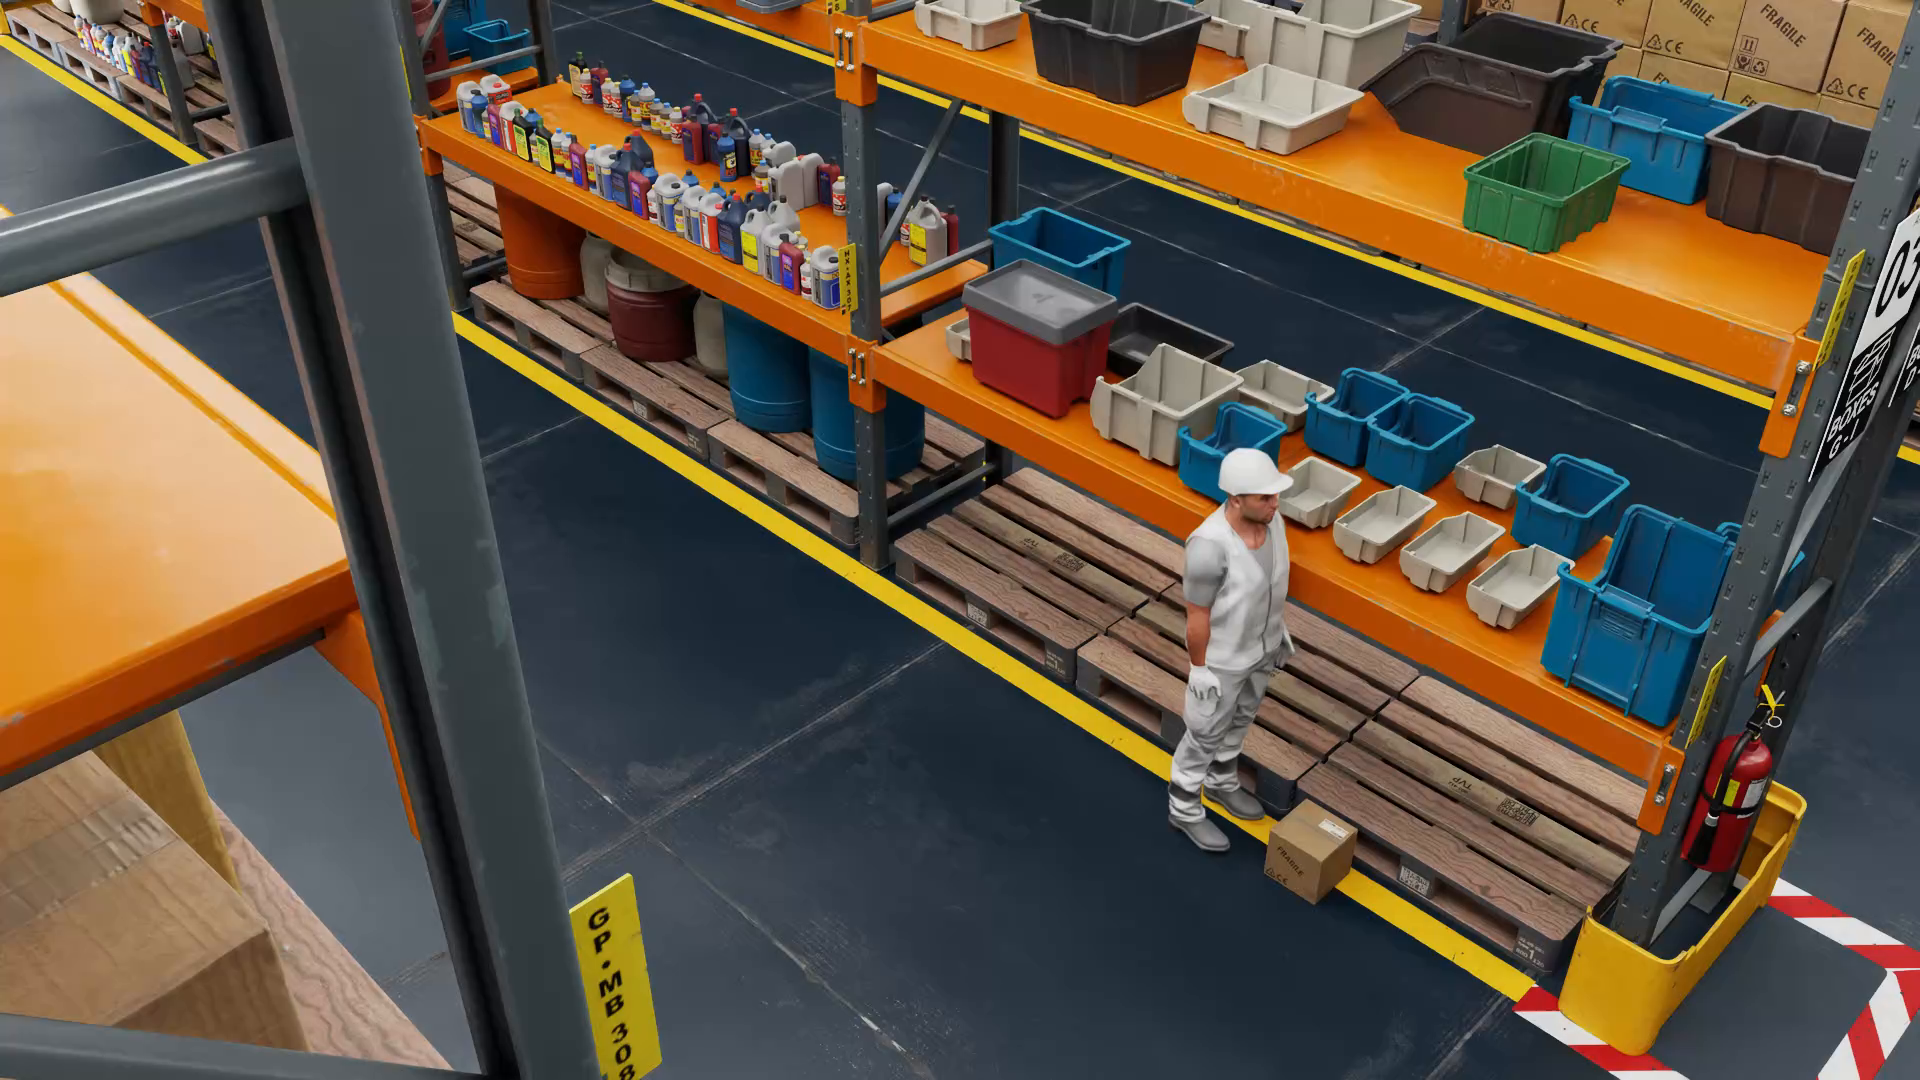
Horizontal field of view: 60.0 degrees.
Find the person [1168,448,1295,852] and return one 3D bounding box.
[{"bbox_3d":[1.082,0.427,6.513,0.525,1.792,0.355,-29,44,-34],"label":"person"}]
